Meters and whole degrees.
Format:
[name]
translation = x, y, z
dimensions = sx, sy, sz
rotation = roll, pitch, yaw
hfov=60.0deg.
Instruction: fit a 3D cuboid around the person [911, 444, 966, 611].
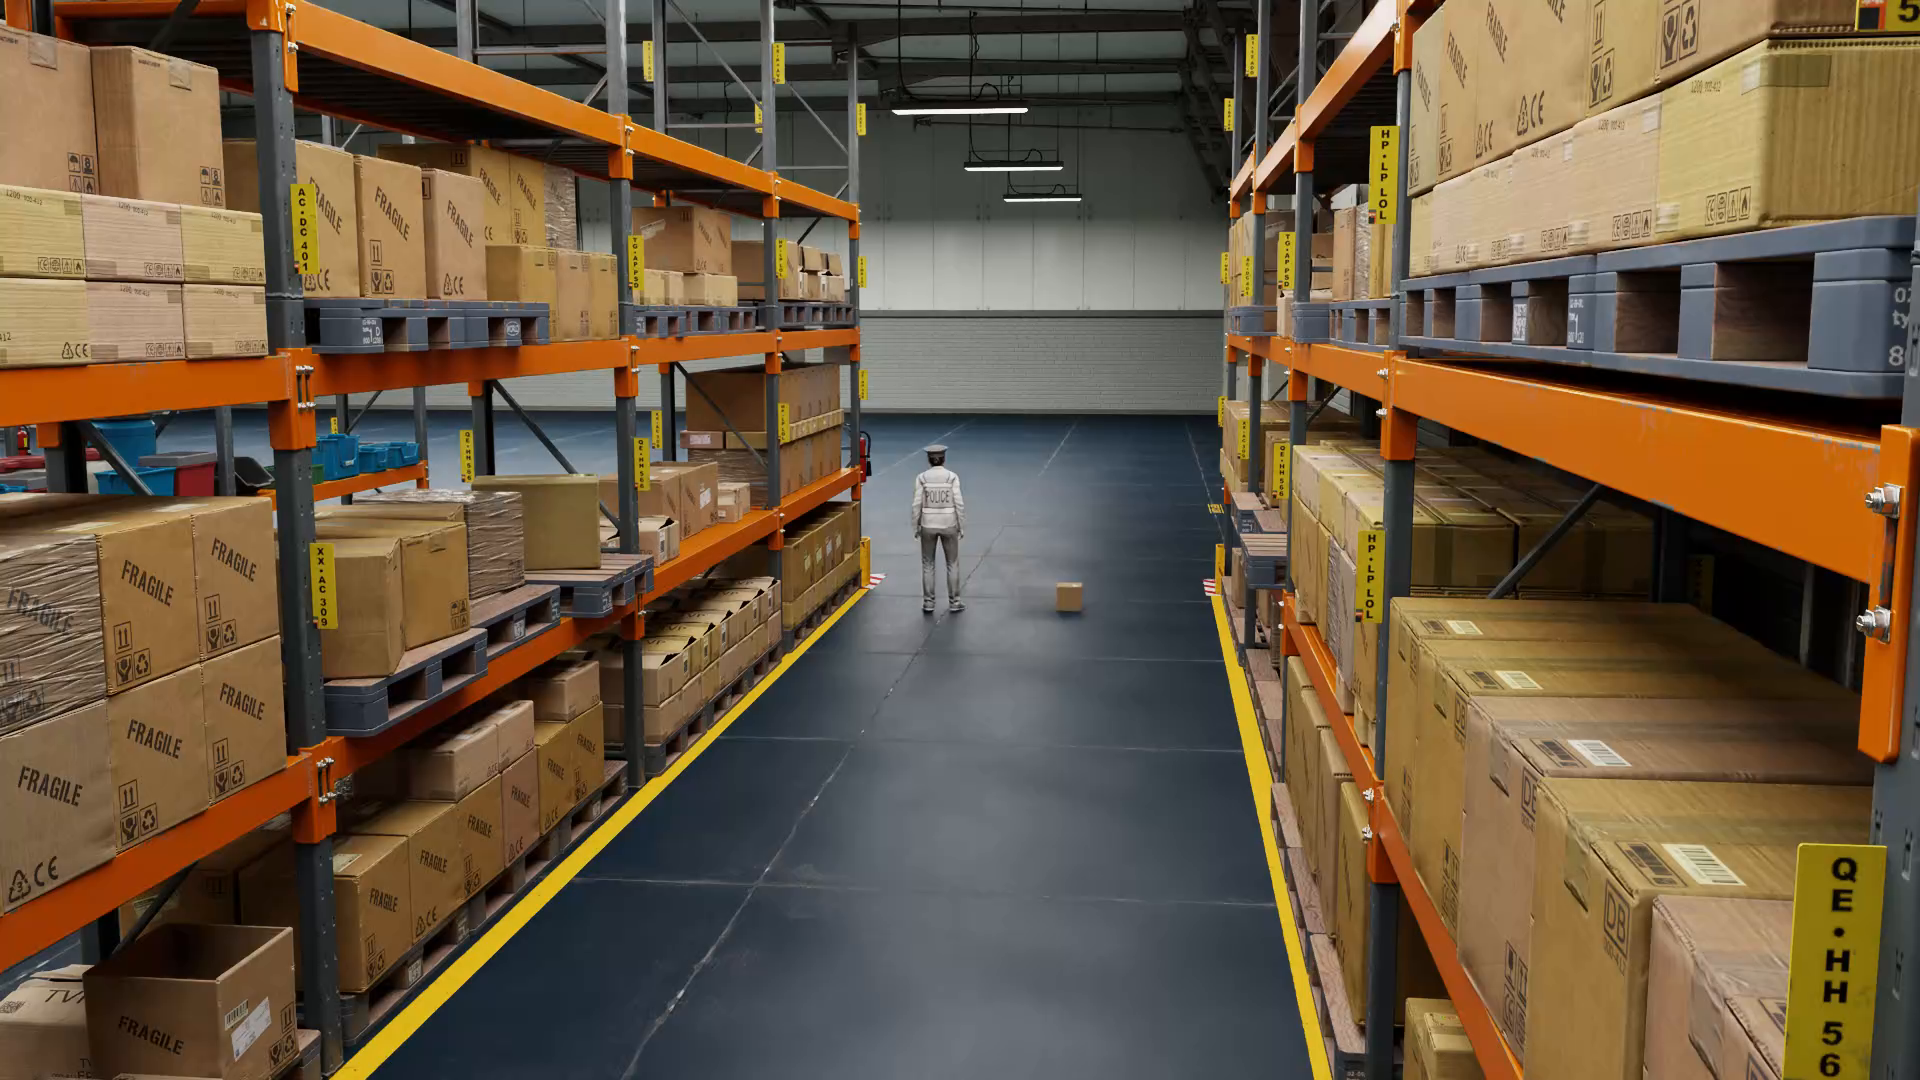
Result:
[person]
translation = -0.214, -0.113, 16.624
dimensions = 0.545, 1.662, 0.376
rotation = 0, 8, 2
